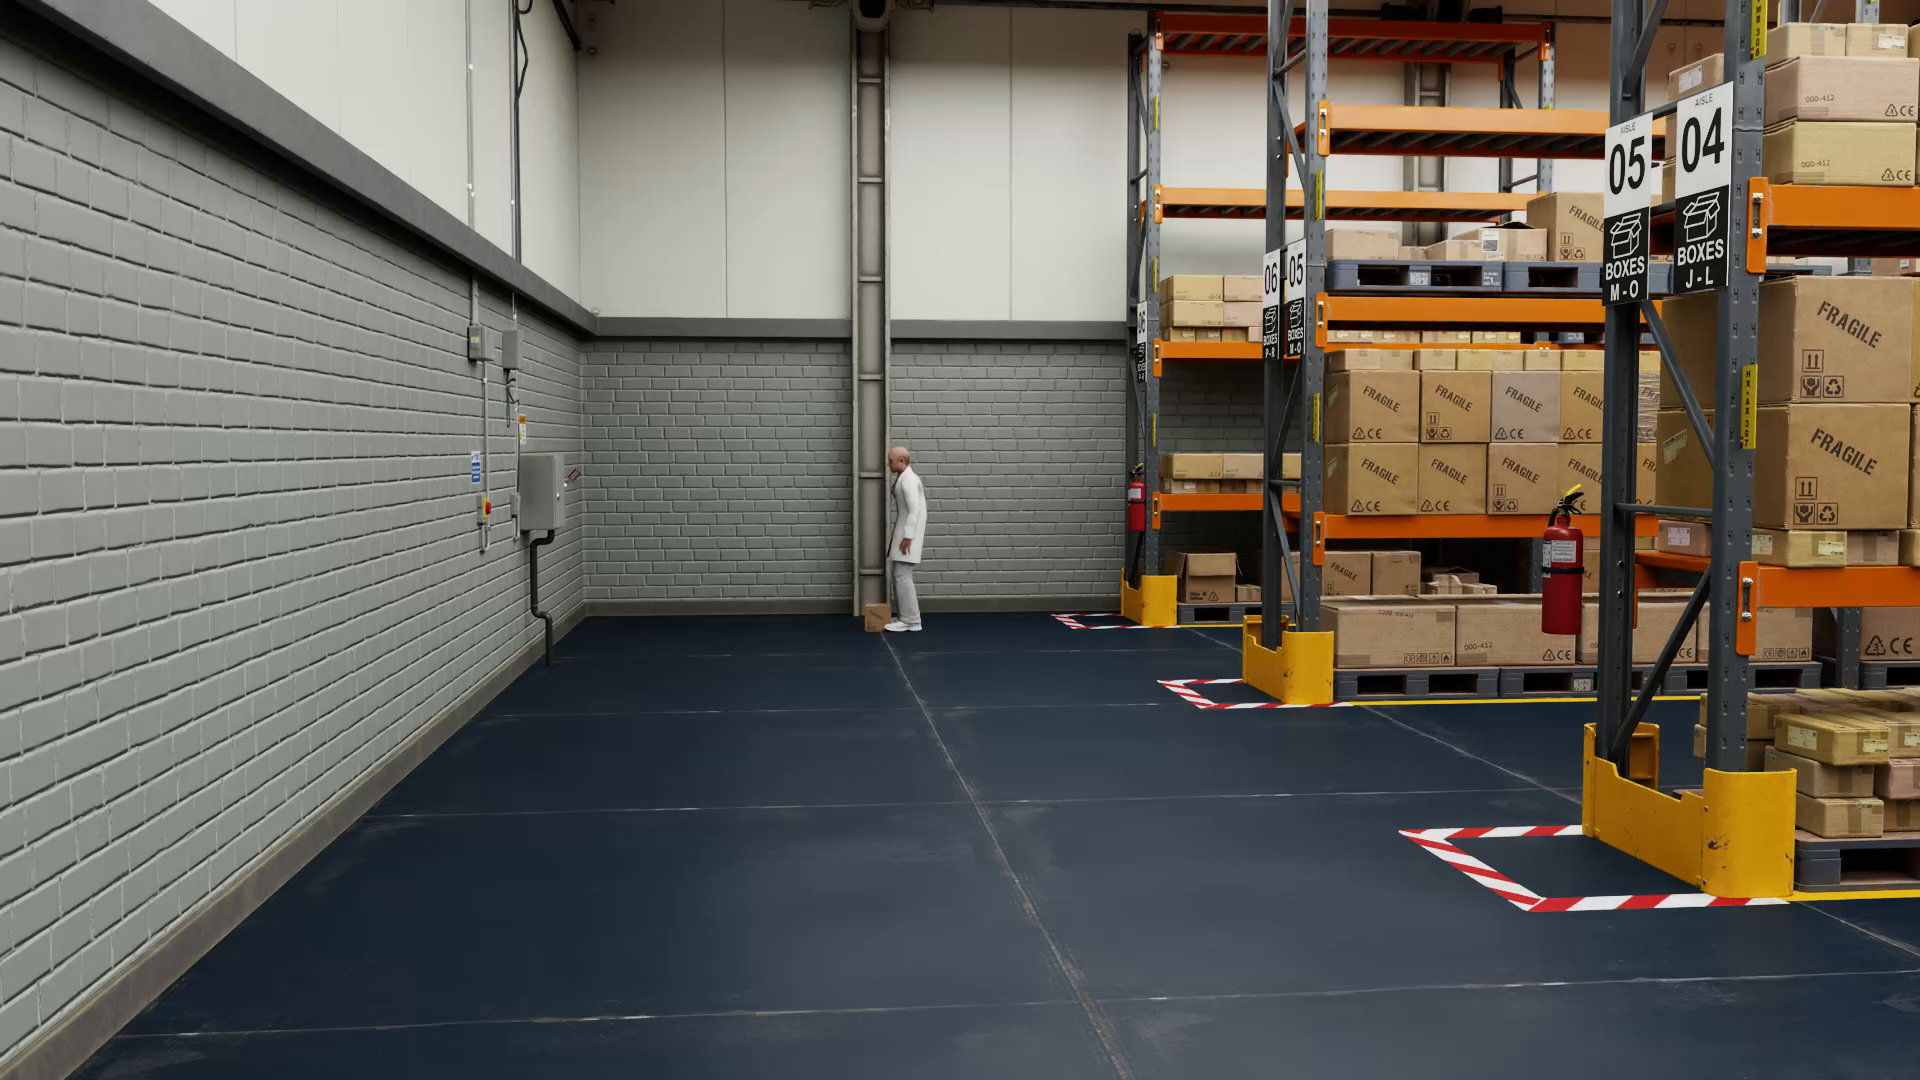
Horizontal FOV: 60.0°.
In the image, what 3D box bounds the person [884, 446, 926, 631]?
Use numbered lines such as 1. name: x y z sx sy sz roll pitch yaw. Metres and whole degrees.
1. person: -0.546 -0.016 16.050 0.426 1.774 0.644 0 3 -6
